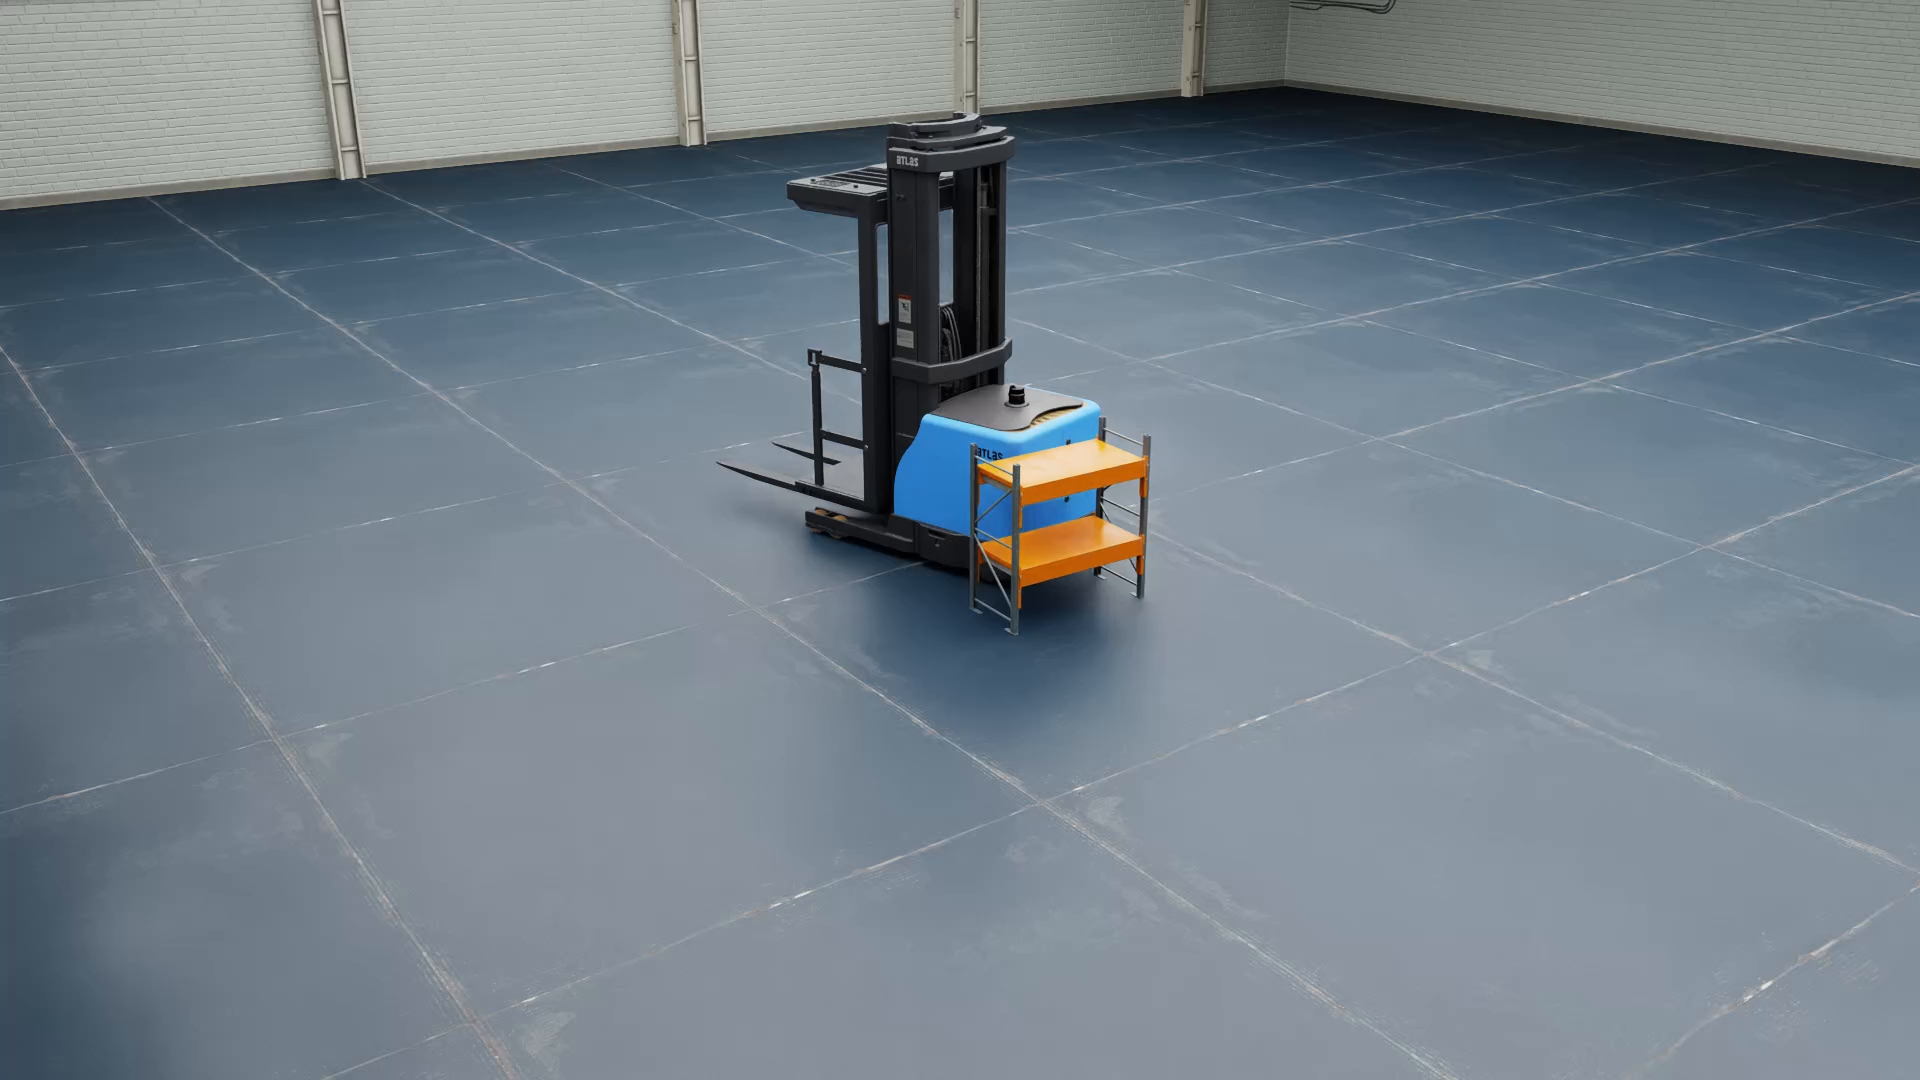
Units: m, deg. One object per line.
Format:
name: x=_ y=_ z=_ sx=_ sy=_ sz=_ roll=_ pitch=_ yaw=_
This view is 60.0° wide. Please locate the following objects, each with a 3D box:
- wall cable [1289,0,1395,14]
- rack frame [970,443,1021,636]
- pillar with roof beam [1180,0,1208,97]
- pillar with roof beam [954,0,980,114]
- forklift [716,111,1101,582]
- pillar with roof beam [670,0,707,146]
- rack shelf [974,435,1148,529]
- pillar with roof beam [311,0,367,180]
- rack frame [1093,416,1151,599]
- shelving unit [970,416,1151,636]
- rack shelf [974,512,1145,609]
wall cable: x=8.174 y=-12.587 z=35.488 sx=0.112 sy=2.526 sz=3.097 roll=-15 pitch=26 yaw=-33
rack frame: x=0.214 y=-0.003 z=10.386 sx=0.032 sy=1.125 sz=0.500 roll=-14 pitch=26 yaw=-31
pillar with roof beam: x=7.525 y=-12.494 z=31.066 sx=0.400 sy=9.000 sz=9.100 roll=-15 pitch=26 yaw=-33
pillar with roof beam: x=2.654 y=-11.196 z=27.811 sx=0.400 sy=9.000 sz=9.100 roll=-15 pitch=26 yaw=-33
forklift: x=-0.492 y=-1.507 z=11.717 sx=3.031 sy=2.935 sz=1.130 roll=16 pitch=27 yaw=35
pillar with roof beam: x=-2.216 y=-9.897 z=24.557 sx=0.400 sy=9.000 sz=9.100 roll=-15 pitch=26 yaw=-33
rack shelf: x=0.636 y=-0.380 z=10.540 sx=1.000 sy=0.278 sz=0.538 roll=-14 pitch=26 yaw=-31
pillar with roof beam: x=-7.087 y=-8.598 z=21.302 sx=0.400 sy=9.000 sz=9.100 roll=-15 pitch=26 yaw=-33
rack frame: x=1.059 y=-0.212 z=10.911 sx=0.032 sy=1.125 sz=0.500 roll=-14 pitch=26 yaw=-31
shelving unit: x=0.636 y=-0.108 z=10.649 sx=1.048 sy=1.125 sz=0.538 roll=-14 pitch=26 yaw=-31
rack shelf: x=0.636 y=0.119 z=10.739 sx=1.000 sy=0.278 sz=0.538 roll=-14 pitch=26 yaw=-31
